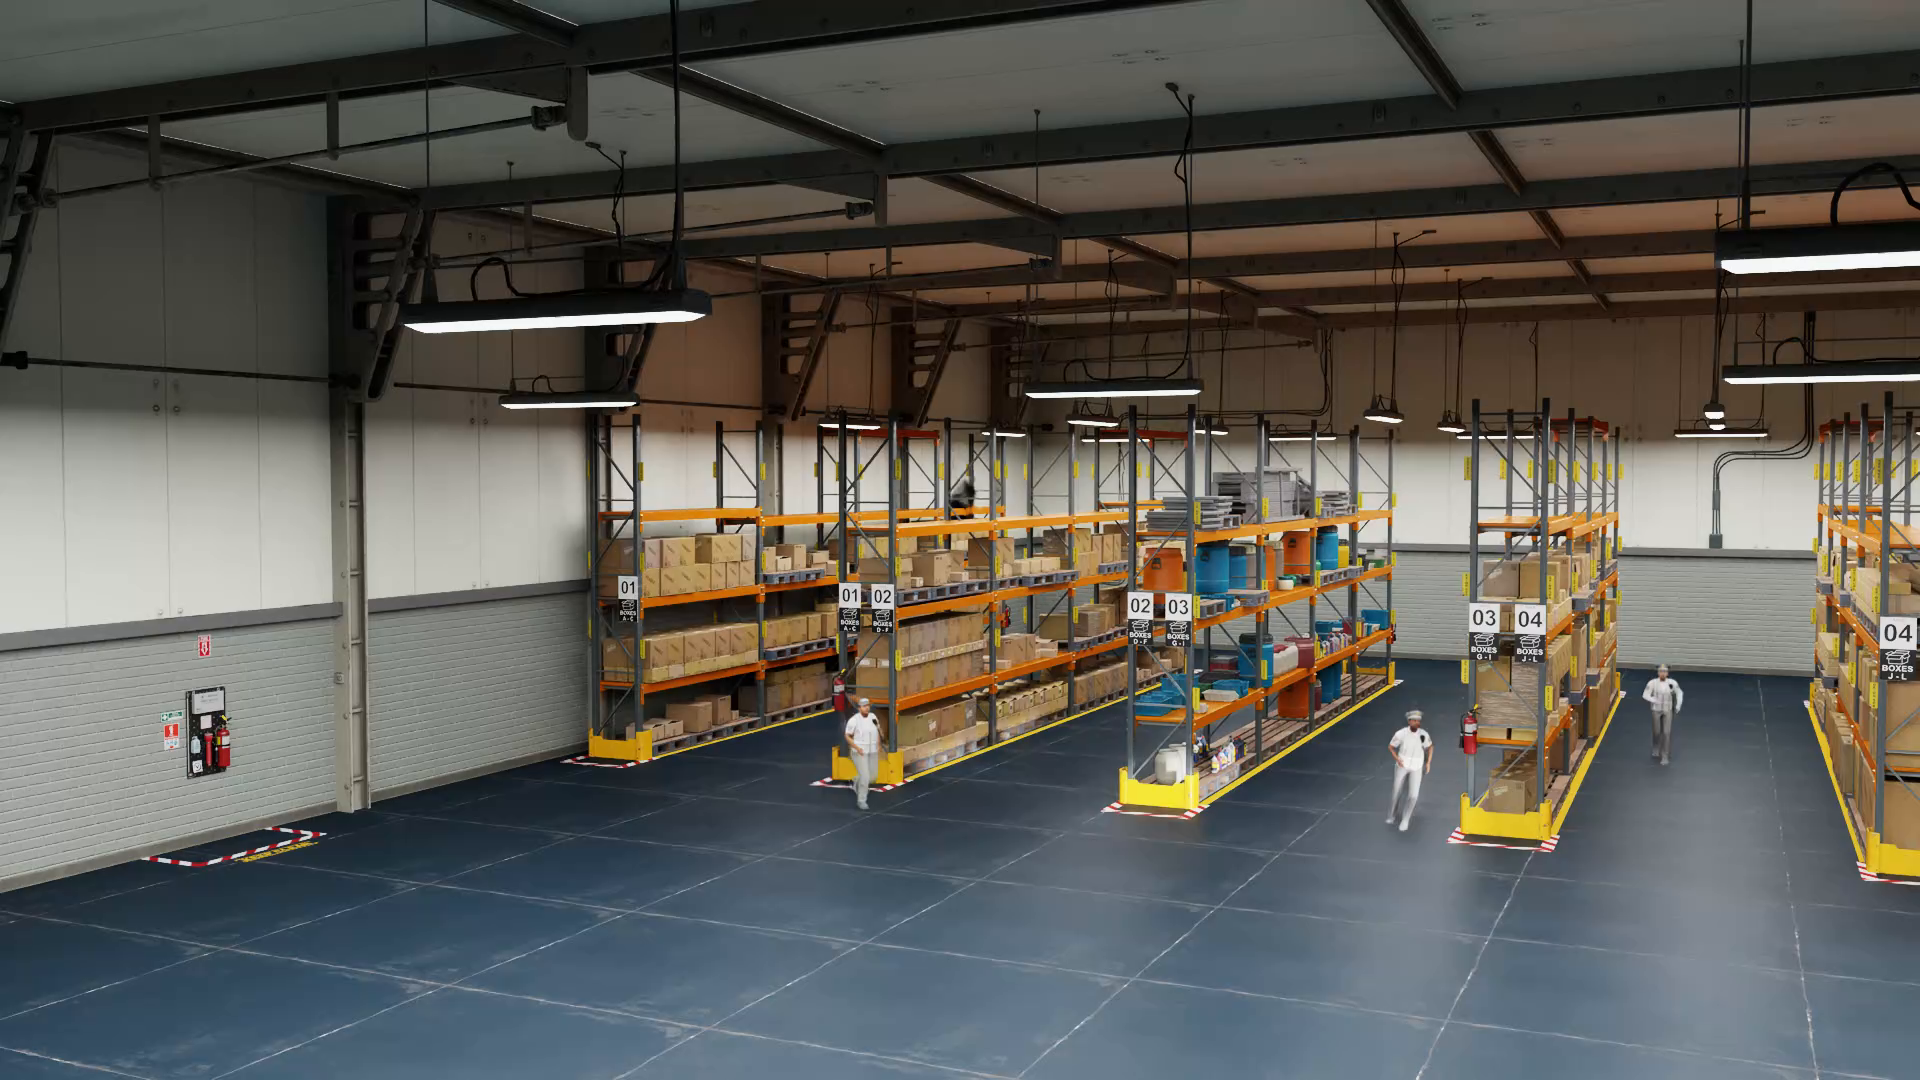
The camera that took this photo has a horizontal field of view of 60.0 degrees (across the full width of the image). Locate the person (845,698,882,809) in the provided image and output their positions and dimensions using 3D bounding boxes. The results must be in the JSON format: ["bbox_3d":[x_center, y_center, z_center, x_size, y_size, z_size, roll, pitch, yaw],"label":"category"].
[{"bbox_3d":[-1.463,3.176,24.906,0.622,1.653,0.618,-2,3,-33],"label":"person"}]

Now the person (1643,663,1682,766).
[{"bbox_3d":[12.114,2.973,28.679,0.632,1.721,0.827,1,3,21],"label":"person"}]

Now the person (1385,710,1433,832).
[{"bbox_3d":[6.307,3.224,23.299,0.651,1.700,0.658,0,2,10],"label":"person"}]
